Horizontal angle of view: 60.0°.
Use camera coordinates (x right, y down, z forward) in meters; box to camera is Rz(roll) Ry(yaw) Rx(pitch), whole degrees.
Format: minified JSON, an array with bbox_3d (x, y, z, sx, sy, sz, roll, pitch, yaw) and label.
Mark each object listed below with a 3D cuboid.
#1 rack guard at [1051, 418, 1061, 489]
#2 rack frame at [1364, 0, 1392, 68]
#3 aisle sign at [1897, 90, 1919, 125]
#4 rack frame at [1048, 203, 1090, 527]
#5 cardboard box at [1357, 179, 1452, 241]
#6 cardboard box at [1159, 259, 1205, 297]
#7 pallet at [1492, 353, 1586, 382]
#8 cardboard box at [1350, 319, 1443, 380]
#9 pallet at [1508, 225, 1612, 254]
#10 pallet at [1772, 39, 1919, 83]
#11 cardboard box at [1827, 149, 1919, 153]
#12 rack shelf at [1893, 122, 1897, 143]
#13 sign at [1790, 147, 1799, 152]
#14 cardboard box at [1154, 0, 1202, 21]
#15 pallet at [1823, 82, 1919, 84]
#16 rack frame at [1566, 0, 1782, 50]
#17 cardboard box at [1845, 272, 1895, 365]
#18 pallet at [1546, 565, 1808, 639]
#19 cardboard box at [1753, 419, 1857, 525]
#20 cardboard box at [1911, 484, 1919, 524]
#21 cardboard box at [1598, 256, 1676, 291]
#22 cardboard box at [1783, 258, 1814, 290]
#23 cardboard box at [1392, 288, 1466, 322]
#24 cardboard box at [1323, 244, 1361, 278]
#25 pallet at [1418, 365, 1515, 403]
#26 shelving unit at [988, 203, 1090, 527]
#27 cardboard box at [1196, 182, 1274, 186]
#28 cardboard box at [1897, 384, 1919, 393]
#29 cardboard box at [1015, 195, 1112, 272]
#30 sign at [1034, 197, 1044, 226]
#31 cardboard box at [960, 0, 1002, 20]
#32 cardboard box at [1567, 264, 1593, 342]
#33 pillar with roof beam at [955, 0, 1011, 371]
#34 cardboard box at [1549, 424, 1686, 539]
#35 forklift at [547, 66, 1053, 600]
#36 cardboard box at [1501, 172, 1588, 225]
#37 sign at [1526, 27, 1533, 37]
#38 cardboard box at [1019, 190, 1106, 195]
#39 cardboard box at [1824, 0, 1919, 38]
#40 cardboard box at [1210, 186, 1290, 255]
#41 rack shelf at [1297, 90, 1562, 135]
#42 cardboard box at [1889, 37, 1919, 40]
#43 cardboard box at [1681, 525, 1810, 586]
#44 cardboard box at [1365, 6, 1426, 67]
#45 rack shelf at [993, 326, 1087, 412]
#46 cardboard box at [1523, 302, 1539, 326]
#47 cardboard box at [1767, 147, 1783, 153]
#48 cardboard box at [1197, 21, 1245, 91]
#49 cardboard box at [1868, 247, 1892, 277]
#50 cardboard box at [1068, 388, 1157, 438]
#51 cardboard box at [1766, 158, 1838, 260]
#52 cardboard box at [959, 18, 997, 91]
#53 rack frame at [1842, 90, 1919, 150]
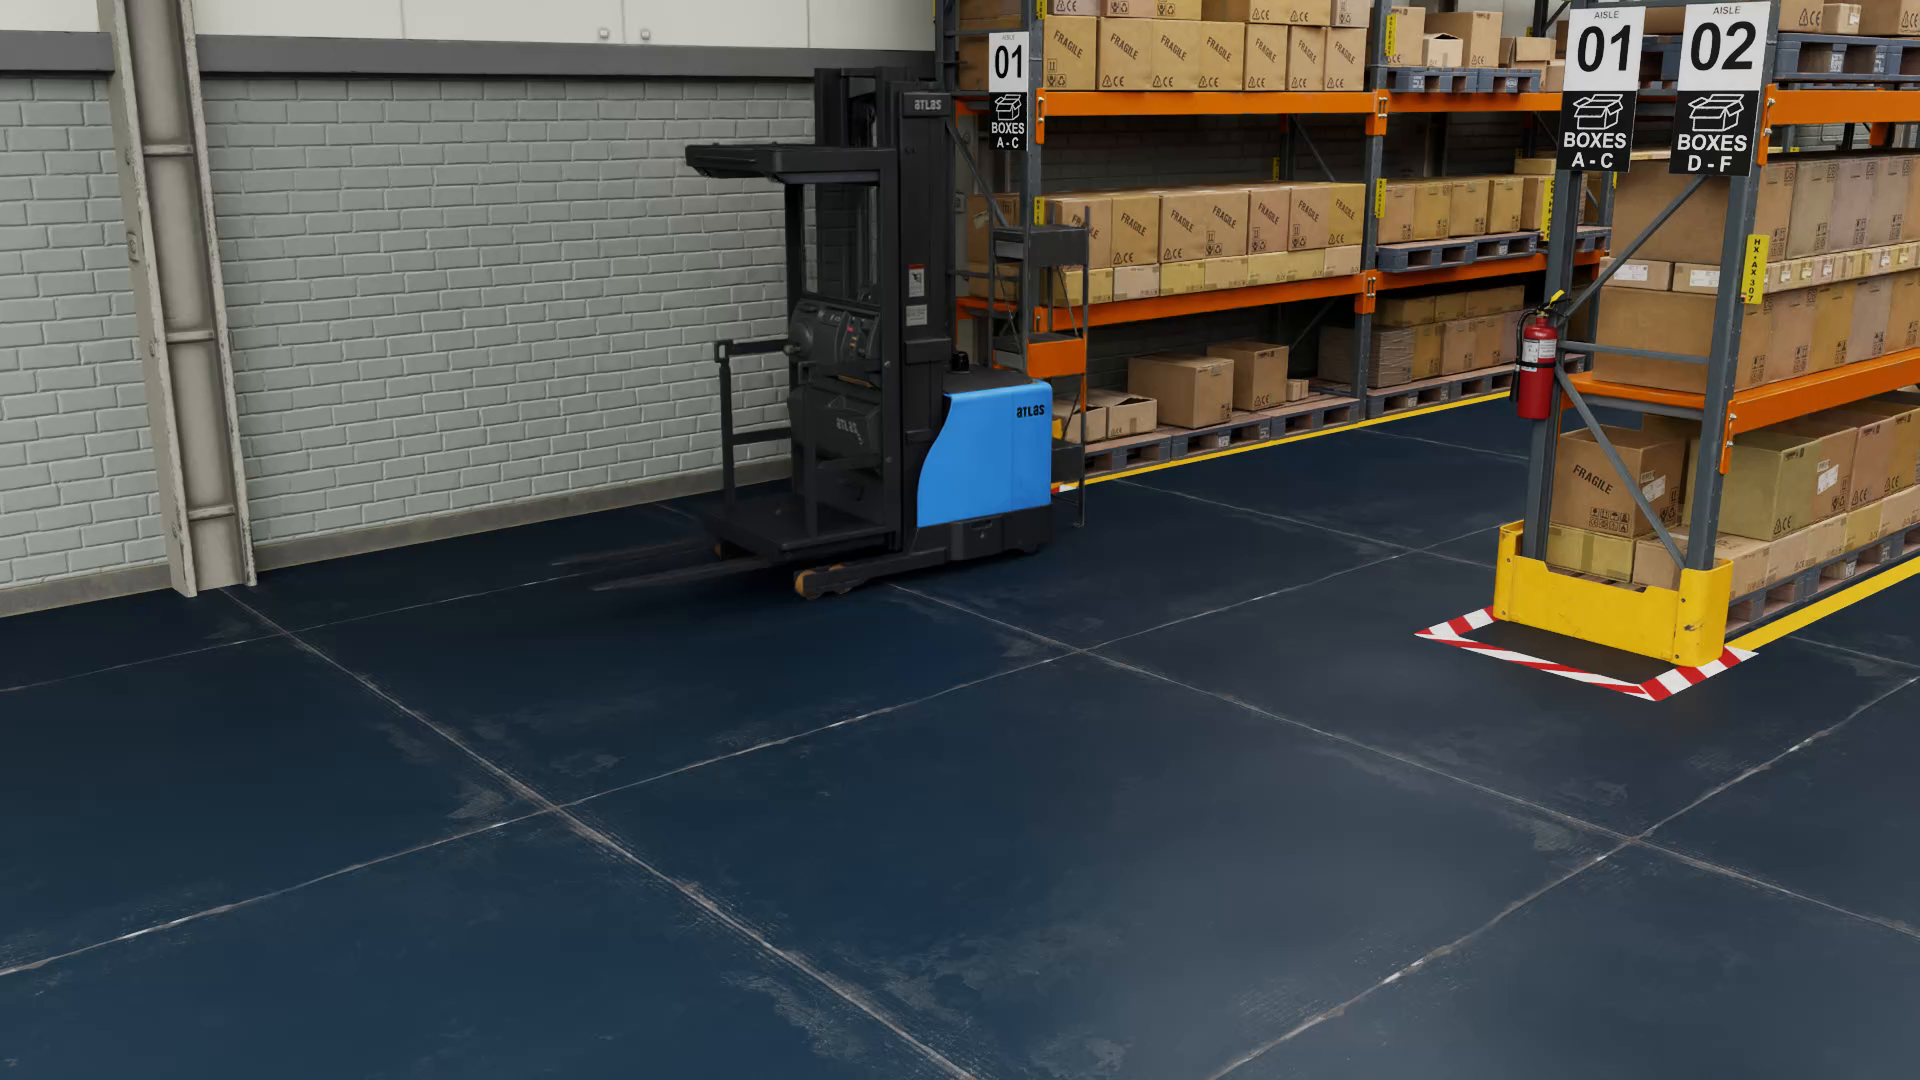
[{"bbox_3d":[0.248,-0.719,12.471,0.348,0.500,1.175,-13,19,-39],"label":"rack guard"},{"bbox_3d":[3.209,-5.489,13.863,0.127,3.000,1.000,-13,19,-39],"label":"rack frame"},{"bbox_3d":[12.512,-5.834,21.739,0.004,0.787,0.394,-13,19,-39],"label":"aisle sign"},{"bbox_3d":[0.703,-1.142,10.955,0.015,2.100,0.400,-10,18,-34],"label":"rack frame"},{"bbox_3d":[4.041,-3.025,15.215,0.500,0.500,0.700,-10,18,-34],"label":"cardboard box"},{"bbox_3d":[1.538,-2.047,12.854,0.500,0.250,0.500,-13,20,-40],"label":"cardboard box"},{"bbox_3d":[5.636,-1.789,17.040,1.213,0.211,1.003,-13,19,-39],"label":"pallet"},{"bbox_3d":[4.110,-1.821,15.746,0.500,0.500,0.700,-13,20,-40],"label":"cardboard box"},{"bbox_3d":[5.758,-3.034,16.669,1.003,0.211,1.213,-13,19,-39],"label":"pallet"},{"bbox_3d":[4.917,-2.679,9.324,1.213,0.211,1.003,-13,19,-39],"label":"pallet"},{"bbox_3d":[5.752,-2.140,10.242,0.500,0.500,0.700,-13,20,-39],"label":"cardboard box"},{"bbox_3d":[7.972,-3.068,12.004,4.000,0.370,1.077,-13,19,-39],"label":"rack shelf"},{"bbox_3d":[9.607,-4.363,19.183,0.005,0.325,0.100,-13,19,-39],"label":"sign"},{"bbox_3d":[1.432,-4.086,12.251,0.500,0.500,0.500,-12,19,-38],"label":"cardboard box"},{"bbox_3d":[5.837,-2.884,10.094,1.213,0.211,1.003,-13,19,-39],"label":"pallet"},{"bbox_3d":[3.446,-3.848,7.718,0.127,3.000,1.000,-13,19,-39],"label":"rack frame"},{"bbox_3d":[4.972,-1.337,9.750,0.500,0.500,0.700,-12,19,-38],"label":"cardboard box"},{"bbox_3d":[3.995,0.260,9.368,1.213,0.211,1.003,-13,19,-39],"label":"pallet"},{"bbox_3d":[4.741,-0.406,9.519,0.500,0.500,0.500,-13,19,-39],"label":"cardboard box"},{"bbox_3d":[5.873,-0.298,10.567,0.500,0.250,0.500,-13,19,-39],"label":"cardboard box"},{"bbox_3d":[3.609,-1.413,8.777,0.250,0.149,0.380,-13,20,-40],"label":"cardboard box"},{"bbox_3d":[4.270,-1.423,8.815,0.250,0.149,0.380,-13,19,-39],"label":"cardboard box"},{"bbox_3d":[4.473,-2.250,15.900,0.500,0.250,0.500,-13,20,-41],"label":"cardboard box"},{"bbox_3d":[3.050,-2.389,14.133,0.500,0.250,0.500,-13,19,-39],"label":"cardboard box"},{"bbox_3d":[4.716,-1.584,16.270,1.213,0.211,1.003,-13,19,-39],"label":"pallet"},{"bbox_3d":[0.504,-1.105,10.819,0.503,2.100,0.431,-10,18,-34],"label":"shelving unit"},{"bbox_3d":[2.324,-2.765,14.086,0.500,0.500,0.500,-13,20,-40],"label":"cardboard box"},{"bbox_3d":[6.969,-0.986,12.058,0.500,0.311,0.500,-12,19,-38],"label":"cardboard box"},{"bbox_3d":[0.749,-2.235,12.104,0.500,0.500,0.500,-13,19,-39],"label":"cardboard box"},{"bbox_3d":[0.547,-2.226,11.594,0.005,0.325,0.100,-13,19,-39],"label":"sign"},{"bbox_3d":[0.345,-4.028,12.033,0.500,0.500,0.500,-12,19,-37],"label":"cardboard box"},{"bbox_3d":[6.867,-2.532,17.768,0.750,0.750,0.750,-13,20,-40],"label":"cardboard box"},{"bbox_3d":[2.977,-4.261,9.263,0.400,9.000,9.100,-13,19,-39],"label":"pillar with roof beam"},{"bbox_3d":[3.655,-0.335,9.253,0.500,0.500,0.500,-13,19,-39],"label":"cardboard box"},{"bbox_3d":[-0.911,-1.230,9.676,3.031,2.935,1.130,-10,18,-34],"label":"forklift"},{"bbox_3d":[5.878,-3.448,16.799,0.700,0.500,0.500,13,20,40],"label":"cardboard box"},{"bbox_3d":[5.868,-5.115,17.120,0.005,0.325,0.100,-13,19,-39],"label":"sign"},{"bbox_3d":[0.793,-2.417,12.787,0.500,0.500,0.500,-12,19,-39],"label":"cardboard box"},{"bbox_3d":[4.878,-2.946,8.874,0.500,0.500,0.500,-13,19,-39],"label":"cardboard box"},{"bbox_3d":[2.295,-2.581,13.400,0.500,0.500,0.500,-13,20,-41],"label":"cardboard box"},{"bbox_3d":[4.717,-4.031,15.612,4.000,0.370,1.077,-13,19,-39],"label":"rack shelf"},{"bbox_3d":[5.138,-3.142,9.604,0.637,0.503,0.797,-10,18,-33],"label":"cardboard box"},{"bbox_3d":[4.371,0.043,9.291,0.500,0.250,0.500,-13,19,-39],"label":"cardboard box"},{"bbox_3d":[3.674,-4.368,14.472,0.500,0.500,0.500,-9,18,-32],"label":"cardboard box"},{"bbox_3d":[0.504,-1.092,10.822,0.480,0.518,0.431,-10,18,-34],"label":"rack shelf"},{"bbox_3d":[5.717,-2.141,16.945,0.500,0.500,0.700,-12,19,-39],"label":"cardboard box"},{"bbox_3d":[9.059,-4.381,19.078,0.500,0.250,0.500,-12,19,-38],"label":"cardboard box"},{"bbox_3d":[1.815,-3.696,12.730,0.500,0.500,0.500,-11,19,-36],"label":"cardboard box"},{"bbox_3d":[5.043,-1.596,9.462,0.250,0.149,0.380,-12,19,-39],"label":"cardboard box"},{"bbox_3d":[1.202,-1.023,13.126,0.500,0.311,0.500,-11,18,-35],"label":"cardboard box"},{"bbox_3d":[4.239,-1.800,8.970,0.500,0.500,0.700,-13,20,-41],"label":"cardboard box"},{"bbox_3d":[0.340,-3.541,12.147,0.500,0.500,0.500,-11,18,-35],"label":"cardboard box"},{"bbox_3d":[12.261,-4.624,22.248,0.127,3.000,1.000,-13,19,-39],"label":"rack frame"}]
